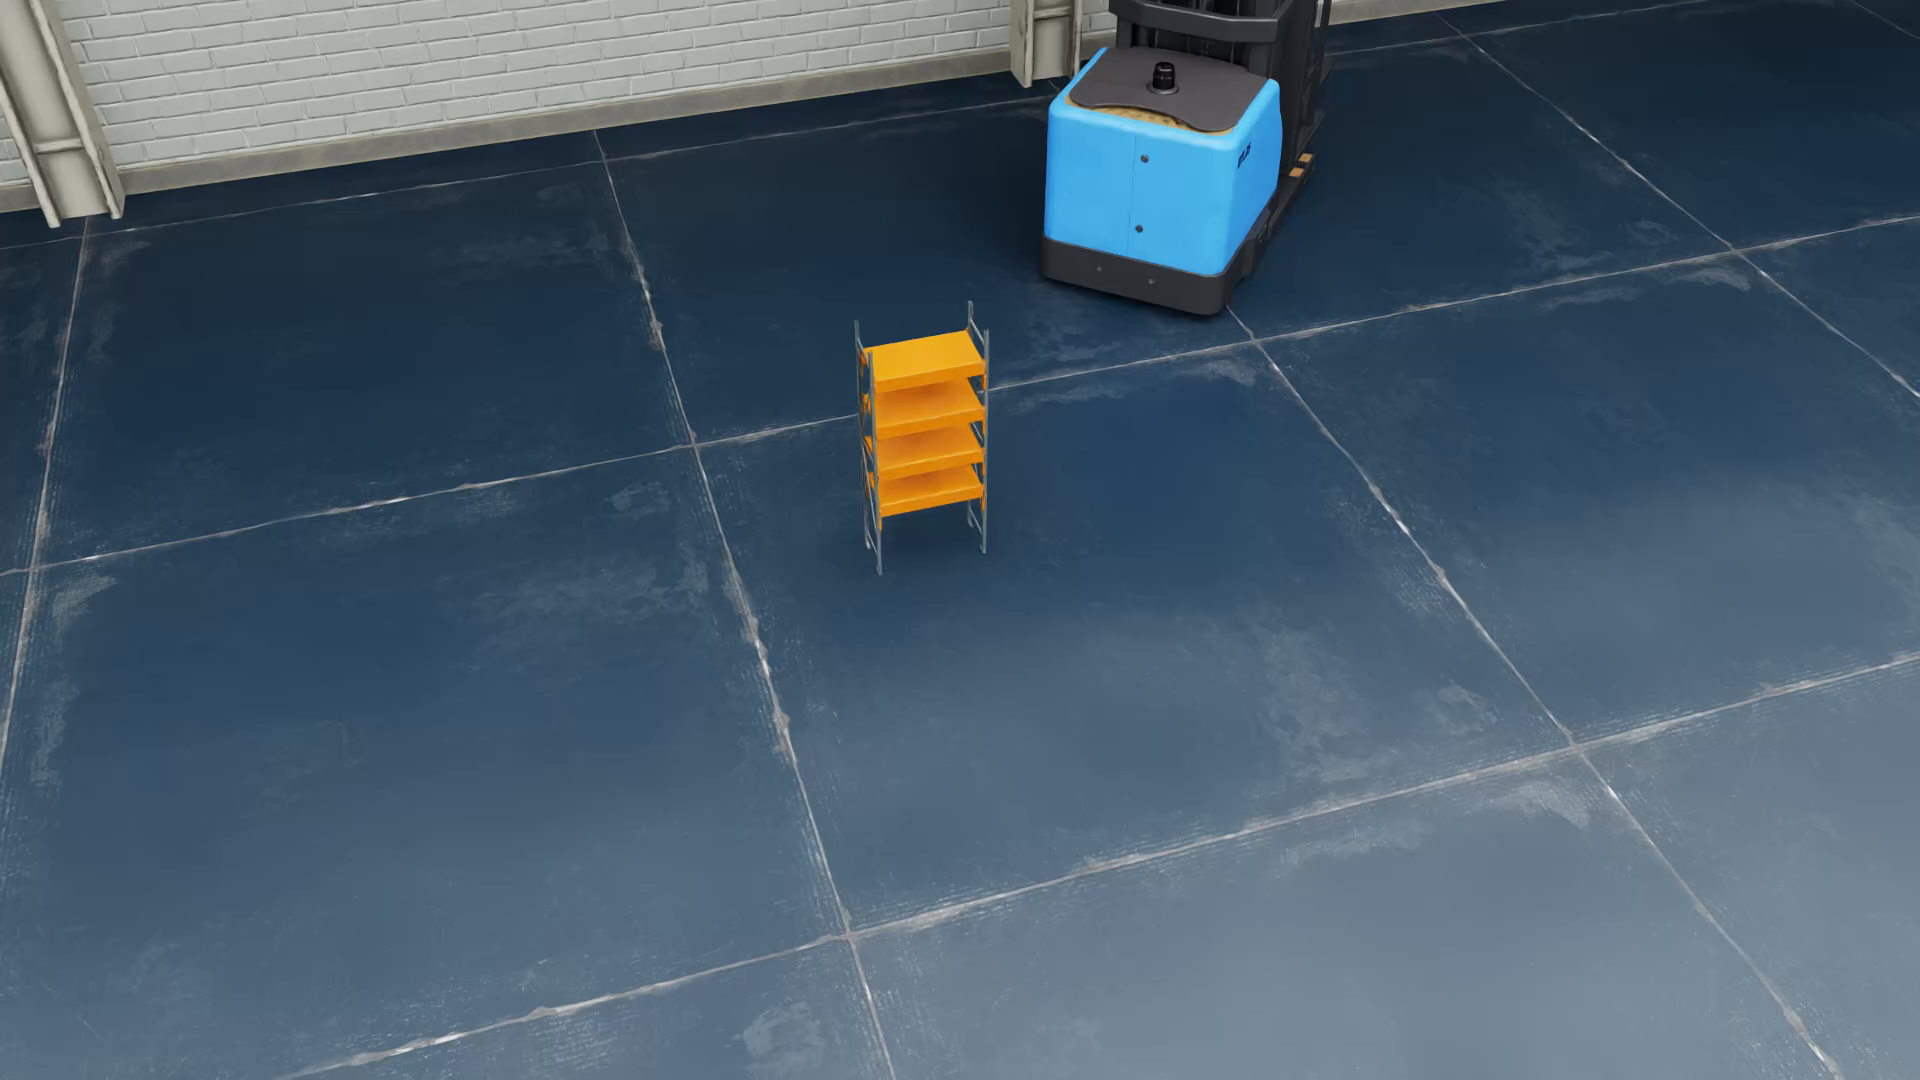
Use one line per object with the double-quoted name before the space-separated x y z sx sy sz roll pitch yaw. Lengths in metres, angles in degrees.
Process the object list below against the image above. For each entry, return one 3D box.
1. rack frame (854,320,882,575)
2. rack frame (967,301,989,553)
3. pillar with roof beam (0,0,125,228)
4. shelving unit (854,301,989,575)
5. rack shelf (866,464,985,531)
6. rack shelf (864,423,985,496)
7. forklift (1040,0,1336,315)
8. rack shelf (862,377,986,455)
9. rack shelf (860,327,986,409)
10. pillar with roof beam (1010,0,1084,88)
"rack frame" -0.391 -0.371 7.112 0.015 1.200 0.240 -12 42 -13
"rack frame" 0.075 -0.467 7.223 0.015 1.200 0.240 -12 42 -13
"pillar with roof beam" -3.863 -2.638 3.779 0.400 9.000 9.100 -12 42 -13
"shelving unit" -0.158 -0.419 7.167 0.503 1.200 0.258 -12 42 -13
"rack shelf" -0.158 -0.219 7.342 0.480 0.148 0.258 -12 42 -13
"rack shelf" -0.158 -0.368 7.212 0.480 0.148 0.258 -12 42 -13
"forklift" 1.515 -3.275 9.120 1.130 2.935 3.031 17 44 18
"rack shelf" -0.158 -0.537 7.064 0.480 0.148 0.258 -12 42 -13
"rack shelf" -0.158 -0.715 6.909 0.480 0.148 0.258 -12 42 -13
"pillar with roof beam" 1.860 -3.824 5.137 0.400 9.000 9.100 -12 42 -13
